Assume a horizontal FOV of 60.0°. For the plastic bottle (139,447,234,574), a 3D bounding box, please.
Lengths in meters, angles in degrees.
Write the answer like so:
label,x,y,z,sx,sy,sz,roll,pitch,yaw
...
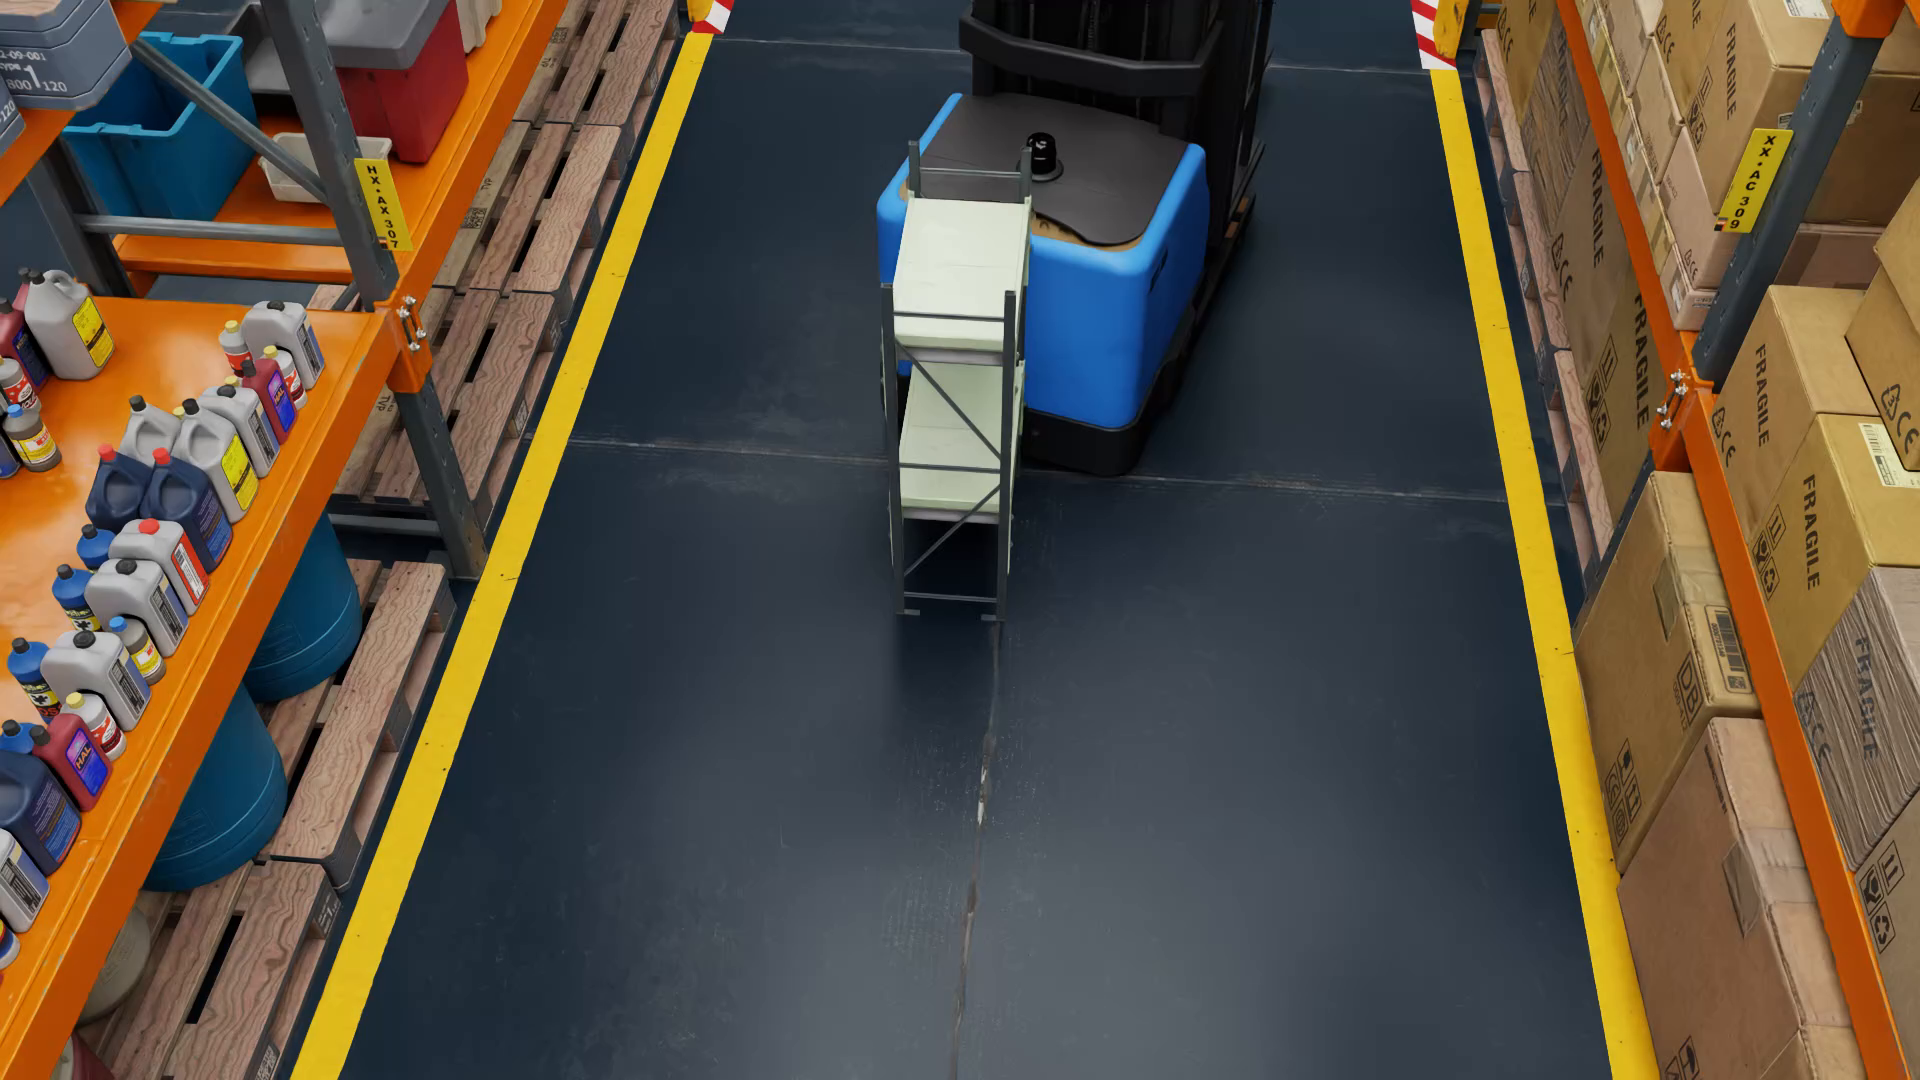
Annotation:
label,x,y,z,sx,sy,sz,roll,pitch,yaw
plastic bottle,-2.032,-0.087,4.330,0.144,0.351,0.185,4,48,4

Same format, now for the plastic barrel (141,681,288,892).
label,x,y,z,sx,sy,sz,roll,pitch,yaw
plastic barrel,-2.388,0.548,4.853,0.600,0.901,0.708,4,48,4

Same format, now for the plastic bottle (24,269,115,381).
label,x,y,z,sx,sy,sz,roll,pitch,yaw
plastic bottle,-2.616,-0.654,4.849,0.144,0.351,0.185,4,48,4

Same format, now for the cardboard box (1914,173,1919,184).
label,x,y,z,sx,sy,sz,roll,pitch,yaw
cardboard box,2.973,-1.242,4.745,0.500,0.500,0.500,4,48,4

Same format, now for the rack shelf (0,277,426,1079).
label,x,y,z,sx,sy,sz,roll,pitch,yaw
rack shelf,-2.439,0.775,3.996,1.077,0.370,4.000,4,48,4

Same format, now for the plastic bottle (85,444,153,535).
label,x,y,z,sx,sy,sz,roll,pitch,yaw
plastic bottle,-2.175,-0.097,4.339,0.144,0.351,0.185,4,48,4

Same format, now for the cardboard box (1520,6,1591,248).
label,x,y,z,sx,sy,sz,roll,pitch,yaw
cardboard box,2.978,-1.824,7.040,0.875,0.875,0.875,4,48,4

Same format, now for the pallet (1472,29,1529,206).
label,x,y,z,sx,sy,sz,roll,pitch,yaw
pallet,3.045,-2.009,7.945,1.003,0.211,1.213,4,48,4

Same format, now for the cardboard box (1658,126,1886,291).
label,x,y,z,sx,sy,sz,roll,pitch,yaw
cardboard box,2.454,-0.996,5.028,0.500,0.250,0.500,3,48,3

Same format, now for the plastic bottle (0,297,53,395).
label,x,y,z,sx,sy,sz,roll,pitch,yaw
plastic bottle,-2.728,-0.559,4.807,0.061,0.283,0.133,4,48,4

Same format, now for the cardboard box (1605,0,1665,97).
label,x,y,z,sx,sy,sz,roll,pitch,yaw
cardboard box,2.545,-1.751,5.719,0.500,0.250,0.500,5,48,4

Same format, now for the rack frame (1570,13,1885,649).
label,x,y,z,sx,sy,sz,roll,pitch,yaw
rack frame,2.675,-0.604,4.770,1.000,3.000,0.127,4,48,4

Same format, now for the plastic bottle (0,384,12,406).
label,x,y,z,sx,sy,sz,roll,pitch,yaw
plastic bottle,-2.729,-0.397,4.668,0.097,0.271,0.097,0,48,0

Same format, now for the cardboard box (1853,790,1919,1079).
label,x,y,z,sx,sy,sz,roll,pitch,yaw
cardboard box,2.251,0.801,3.417,0.500,0.500,0.500,5,48,4

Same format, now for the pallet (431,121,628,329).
label,x,y,z,sx,sy,sz,roll,pitch,yaw
pallet,-2.120,-1.438,7.422,1.003,0.211,1.213,4,48,4

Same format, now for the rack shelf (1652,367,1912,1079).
label,x,y,z,sx,sy,sz,roll,pitch,yaw
rack shelf,2.493,1.108,3.691,1.077,0.370,4.000,4,48,4

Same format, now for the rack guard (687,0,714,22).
label,x,y,z,sx,sy,sz,roll,pitch,yaw
rack guard,-1.903,-3.051,8.702,1.175,0.500,0.348,4,48,4

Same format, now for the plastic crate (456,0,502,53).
label,x,y,z,sx,sy,sz,roll,pitch,yaw
plastic crate,-1.935,-2.027,6.111,0.437,0.282,0.530,4,48,4

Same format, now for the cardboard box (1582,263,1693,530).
label,x,y,z,sx,sy,sz,roll,pitch,yaw
cardboard box,2.815,-0.508,5.837,0.875,0.875,0.875,4,48,4

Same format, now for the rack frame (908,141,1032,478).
label,x,y,z,sx,sy,sz,roll,pitch,yaw
rack frame,0.033,-0.770,5.938,0.400,1.500,0.023,4,48,4

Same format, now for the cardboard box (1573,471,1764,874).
label,x,y,z,sx,sy,sz,roll,pitch,yaw
cardboard box,2.637,0.443,4.967,1.225,0.875,0.875,4,48,4

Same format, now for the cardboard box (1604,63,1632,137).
label,x,y,z,sx,sy,sz,roll,pitch,yaw
cardboard box,2.470,-1.522,5.779,0.380,0.149,0.250,5,48,4

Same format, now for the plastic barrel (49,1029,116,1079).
label,x,y,z,sx,sy,sz,roll,pitch,yaw
plastic barrel,-2.491,1.484,4.210,0.600,0.588,0.708,4,48,4

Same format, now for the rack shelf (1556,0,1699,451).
label,x,y,z,sx,sy,sz,roll,pitch,yaw
rack shelf,2.857,-1.831,6.379,1.077,0.370,4.000,4,48,4

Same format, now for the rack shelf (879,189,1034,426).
label,x,y,z,sx,sy,sz,roll,pitch,yaw
rack shelf,-0.001,-0.765,5.404,0.431,0.370,0.720,4,48,4

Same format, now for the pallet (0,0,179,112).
label,x,y,z,sx,sy,sz,roll,pitch,yaw
pallet,-2.231,-1.303,3.504,1.213,0.211,1.003,4,48,4

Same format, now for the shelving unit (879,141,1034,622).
label,x,y,z,sx,sy,sz,roll,pitch,yaw
shelving unit,-0.001,-0.501,5.692,0.431,1.500,0.755,4,48,4

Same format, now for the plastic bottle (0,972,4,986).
label,x,y,z,sx,sy,sz,roll,pitch,yaw
plastic bottle,-2.110,0.899,3.474,0.061,0.283,0.133,4,48,4

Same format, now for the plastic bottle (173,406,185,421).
label,x,y,z,sx,sy,sz,roll,pitch,yaw
plastic bottle,-2.130,-0.285,4.612,0.097,0.201,0.097,0,48,0

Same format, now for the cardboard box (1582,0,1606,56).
label,x,y,z,sx,sy,sz,roll,pitch,yaw
cardboard box,2.518,-1.897,6.122,0.380,0.149,0.250,5,48,4

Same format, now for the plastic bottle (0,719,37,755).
label,x,y,z,sx,sy,sz,roll,pitch,yaw
plastic bottle,-2.140,0.507,3.841,0.097,0.271,0.097,0,48,0

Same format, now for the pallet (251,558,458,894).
label,x,y,z,sx,sy,sz,roll,pitch,yaw
pallet,-2.369,0.568,5.587,1.003,0.211,1.213,4,48,4

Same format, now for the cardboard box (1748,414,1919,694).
label,x,y,z,sx,sy,sz,roll,pitch,yaw
cardboard box,2.339,0.053,4.101,0.500,0.500,0.500,4,48,4

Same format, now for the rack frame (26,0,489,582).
label,x,y,z,sx,sy,sz,roll,pitch,yaw
rack frame,-2.257,-0.937,5.074,1.000,3.000,0.127,4,48,4

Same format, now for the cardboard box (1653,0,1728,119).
label,x,y,z,sx,sy,sz,roll,pitch,yaw
cardboard box,2.501,-1.631,5.100,0.500,0.500,0.500,4,48,4

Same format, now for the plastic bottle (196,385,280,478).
label,x,y,z,sx,sy,sz,roll,pitch,yaw
plastic bottle,-2.004,-0.315,4.590,0.152,0.276,0.135,4,48,4

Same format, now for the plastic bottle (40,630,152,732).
label,x,y,z,sx,sy,sz,roll,pitch,yaw
plastic bottle,-2.084,0.324,4.005,0.152,0.276,0.135,4,48,4

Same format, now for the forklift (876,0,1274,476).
label,x,y,z,sx,sy,sz,roll,pitch,yaw
forklift,0.687,-2.344,6.408,1.130,2.935,3.031,16,49,14

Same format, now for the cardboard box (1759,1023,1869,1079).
label,x,y,z,sx,sy,sz,roll,pitch,yaw
cardboard box,2.483,1.750,3.772,1.225,0.875,0.875,4,48,4

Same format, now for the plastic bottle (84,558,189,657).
label,x,y,z,sx,sy,sz,roll,pitch,yaw
plastic bottle,-2.063,0.154,4.160,0.152,0.276,0.135,4,48,4

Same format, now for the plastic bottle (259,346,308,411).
label,x,y,z,sx,sy,sz,roll,pitch,yaw
plastic bottle,-1.954,-0.472,4.783,0.097,0.201,0.097,0,48,0

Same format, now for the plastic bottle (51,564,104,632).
label,x,y,z,sx,sy,sz,roll,pitch,yaw
plastic bottle,-2.189,0.161,4.157,0.097,0.271,0.097,0,48,0

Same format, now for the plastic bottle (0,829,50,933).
label,x,y,z,sx,sy,sz,roll,pitch,yaw
plastic bottle,-2.134,0.729,3.635,0.152,0.276,0.135,4,48,4

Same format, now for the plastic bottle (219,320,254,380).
label,x,y,z,sx,sy,sz,roll,pitch,yaw
plastic bottle,-2.097,-0.553,4.858,0.097,0.201,0.097,0,48,0

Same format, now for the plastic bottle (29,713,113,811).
label,x,y,z,sx,sy,sz,roll,pitch,yaw
plastic bottle,-2.059,0.495,3.844,0.061,0.283,0.133,4,48,4

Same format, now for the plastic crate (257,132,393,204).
label,x,y,z,sx,sy,sz,roll,pitch,yaw
plastic crate,-2.072,-1.201,5.453,0.396,0.136,0.243,4,48,4

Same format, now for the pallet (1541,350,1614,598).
label,x,y,z,sx,sy,sz,roll,pitch,yaw
pallet,2.822,-0.216,6.305,1.003,0.211,1.213,4,48,4

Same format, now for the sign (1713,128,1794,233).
label,x,y,z,sx,sy,sz,roll,pitch,yaw
sign,2.122,-0.959,4.454,0.100,0.325,0.005,4,48,4

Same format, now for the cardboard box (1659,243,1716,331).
label,x,y,z,sx,sy,sz,roll,pitch,yaw
cardboard box,2.377,-0.765,5.087,0.380,0.149,0.250,4,48,4

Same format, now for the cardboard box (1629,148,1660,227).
label,x,y,z,sx,sy,sz,roll,pitch,yaw
cardboard box,2.424,-1.143,5.433,0.380,0.149,0.250,3,48,3
